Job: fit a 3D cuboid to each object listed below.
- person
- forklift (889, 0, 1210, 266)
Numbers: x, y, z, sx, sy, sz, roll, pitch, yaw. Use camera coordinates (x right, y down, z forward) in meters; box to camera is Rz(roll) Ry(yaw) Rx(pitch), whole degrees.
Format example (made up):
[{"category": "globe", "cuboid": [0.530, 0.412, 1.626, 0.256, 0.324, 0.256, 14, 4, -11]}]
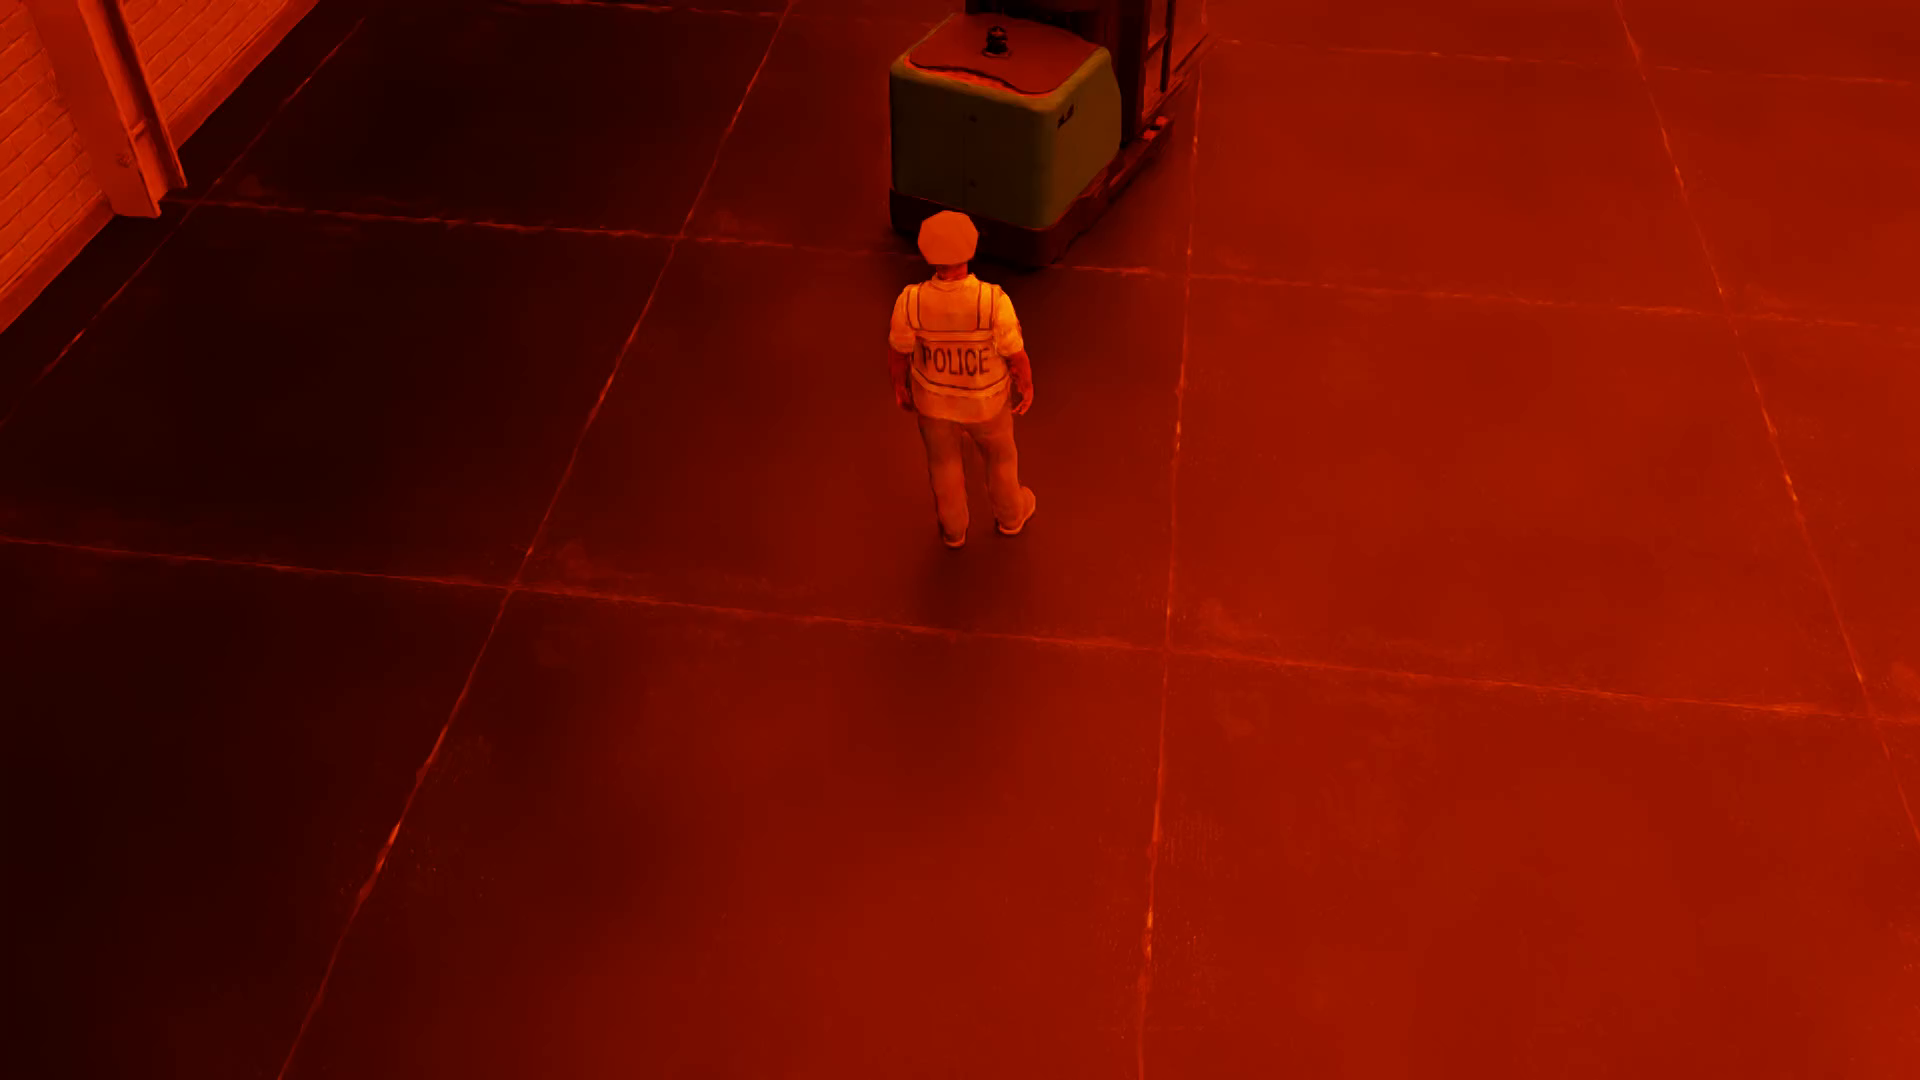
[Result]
[{"category": "person", "cuboid": [0.022, -0.713, 7.338, 0.640, 1.781, 0.574, 5, 43, 6]}, {"category": "forklift", "cuboid": [0.719, -3.636, 9.683, 1.130, 2.935, 3.031, 19, 46, 20]}]
